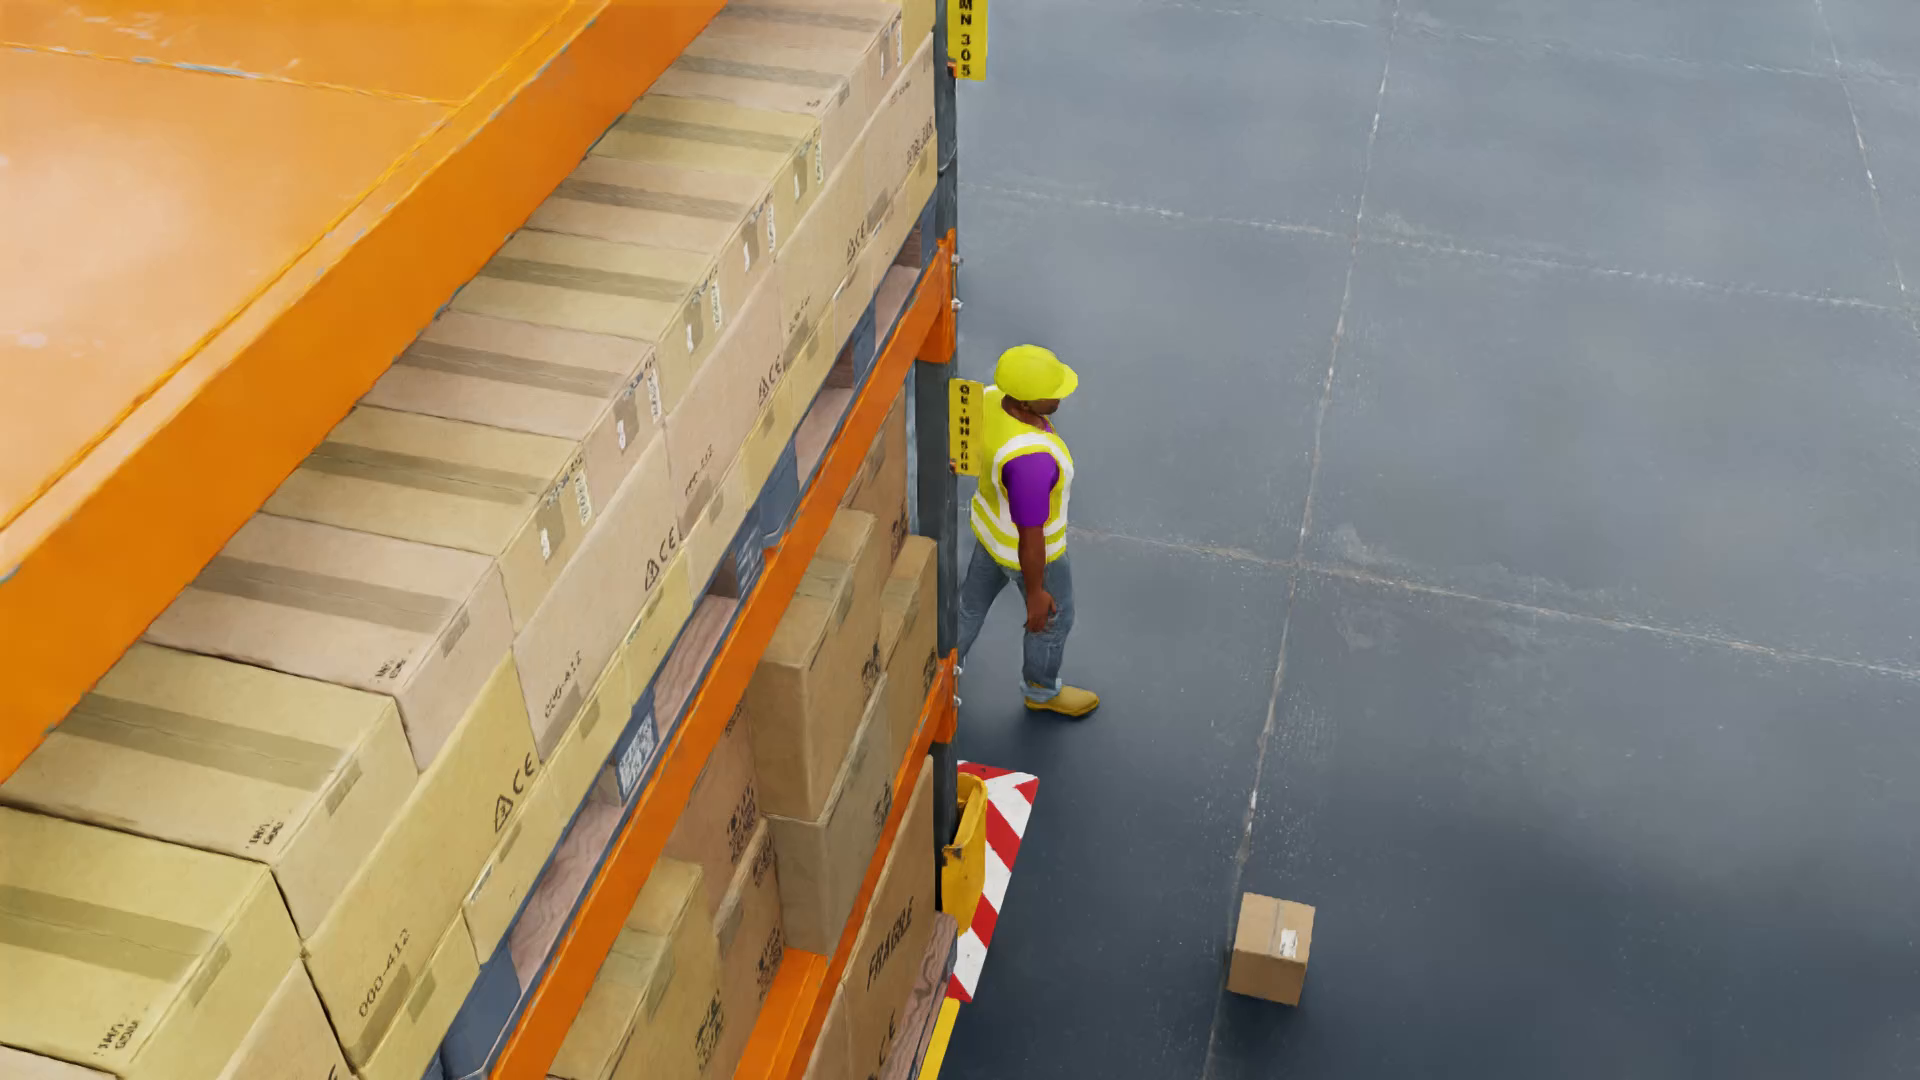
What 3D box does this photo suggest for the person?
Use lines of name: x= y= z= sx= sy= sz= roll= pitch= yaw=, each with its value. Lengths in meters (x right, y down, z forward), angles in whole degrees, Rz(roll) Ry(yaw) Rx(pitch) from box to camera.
person: x=0.217 y=-0.023 z=6.336 sx=0.602 sy=1.759 sz=0.743 roll=-16 pitch=43 yaw=-18
